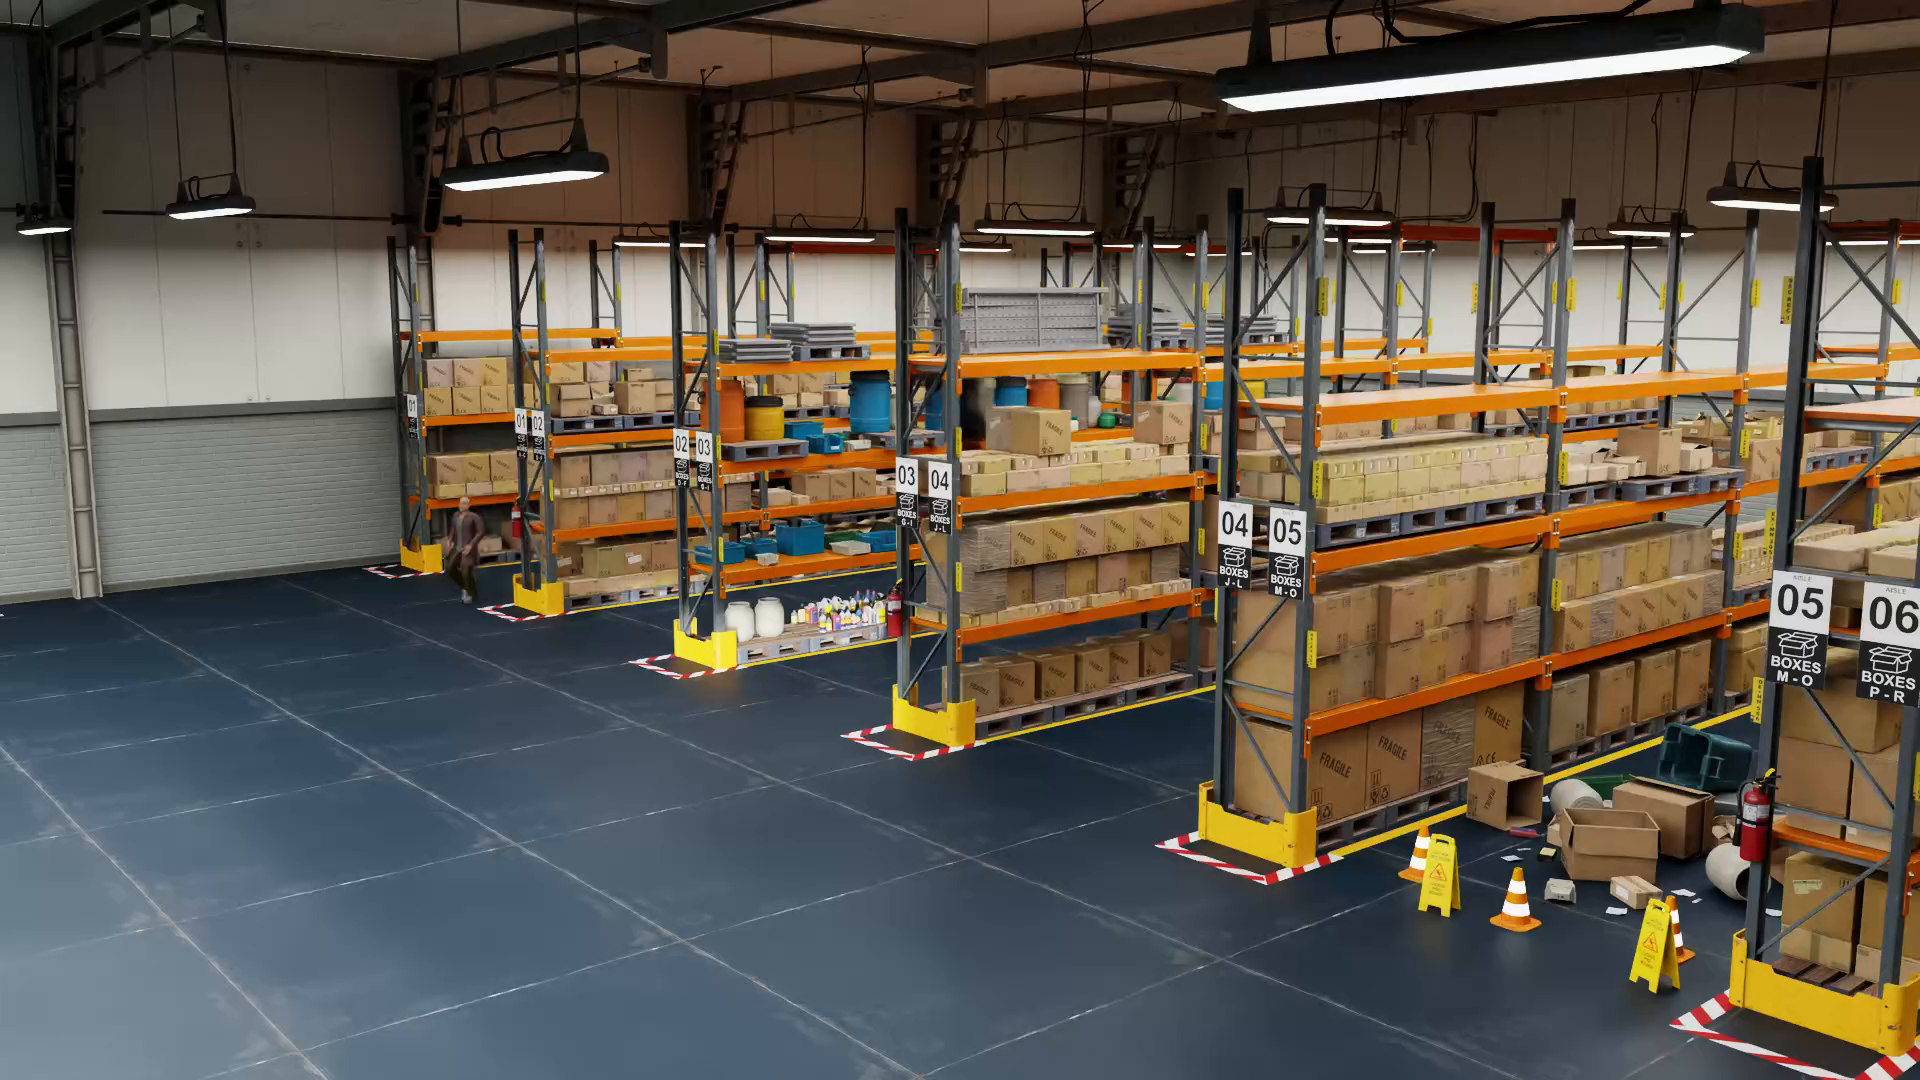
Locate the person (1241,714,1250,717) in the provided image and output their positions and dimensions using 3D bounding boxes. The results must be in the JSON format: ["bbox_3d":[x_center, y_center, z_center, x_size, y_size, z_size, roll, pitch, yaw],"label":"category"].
[{"bbox_3d":[3.079,1.663,17.326,0.766,1.774,0.898,-4,10,-25],"label":"person"}]

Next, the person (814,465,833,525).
[{"bbox_3d":[-2.702,-0.740,33.318,0.570,1.617,0.553,7,11,37],"label":"person"}]

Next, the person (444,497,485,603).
[{"bbox_3d":[-8.063,0.169,26.990,0.737,1.742,0.575,4,10,24],"label":"person"}]
